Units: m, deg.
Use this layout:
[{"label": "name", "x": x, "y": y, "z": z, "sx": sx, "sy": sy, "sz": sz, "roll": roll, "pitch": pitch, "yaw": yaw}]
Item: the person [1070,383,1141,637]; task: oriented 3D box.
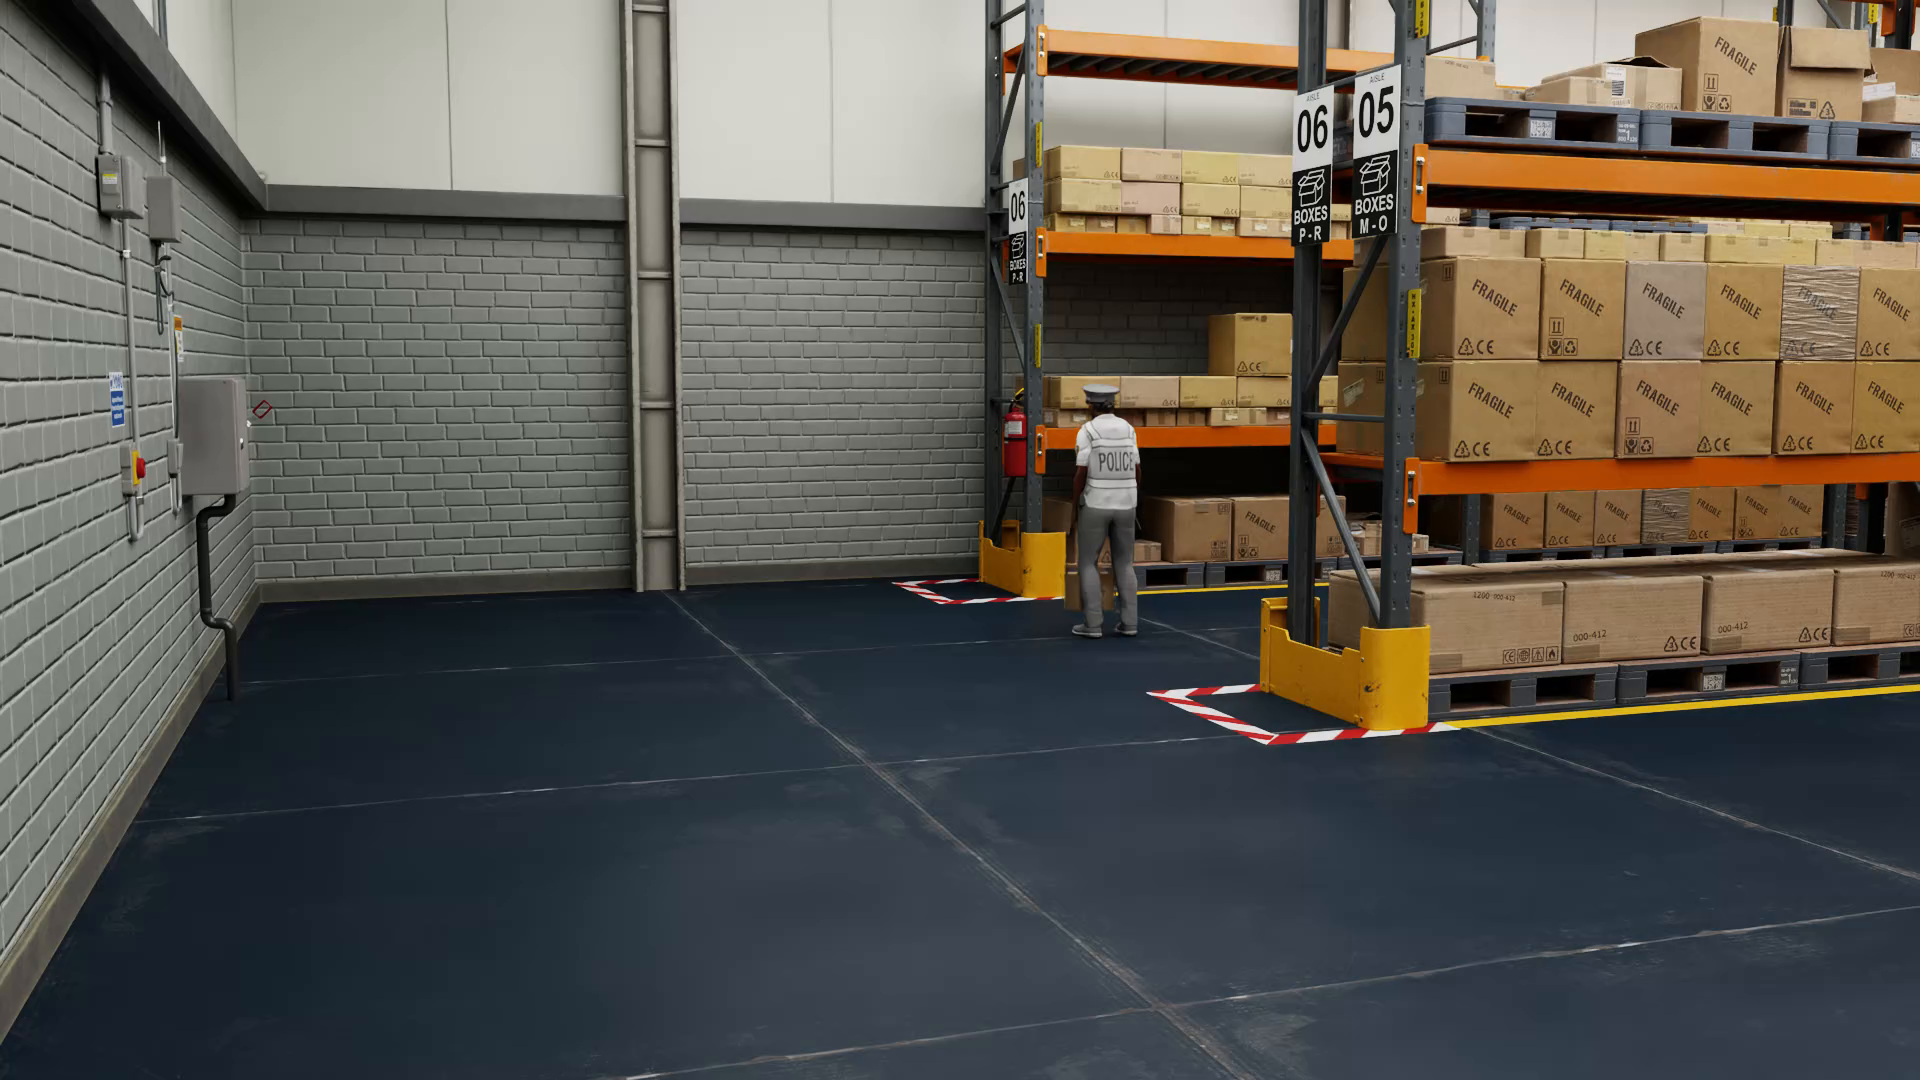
[{"label": "person", "x": 0.966, "y": -0.193, "z": 10.928, "sx": 0.500, "sy": 1.664, "sz": 0.378, "roll": -2, "pitch": 6, "yaw": -20}]
